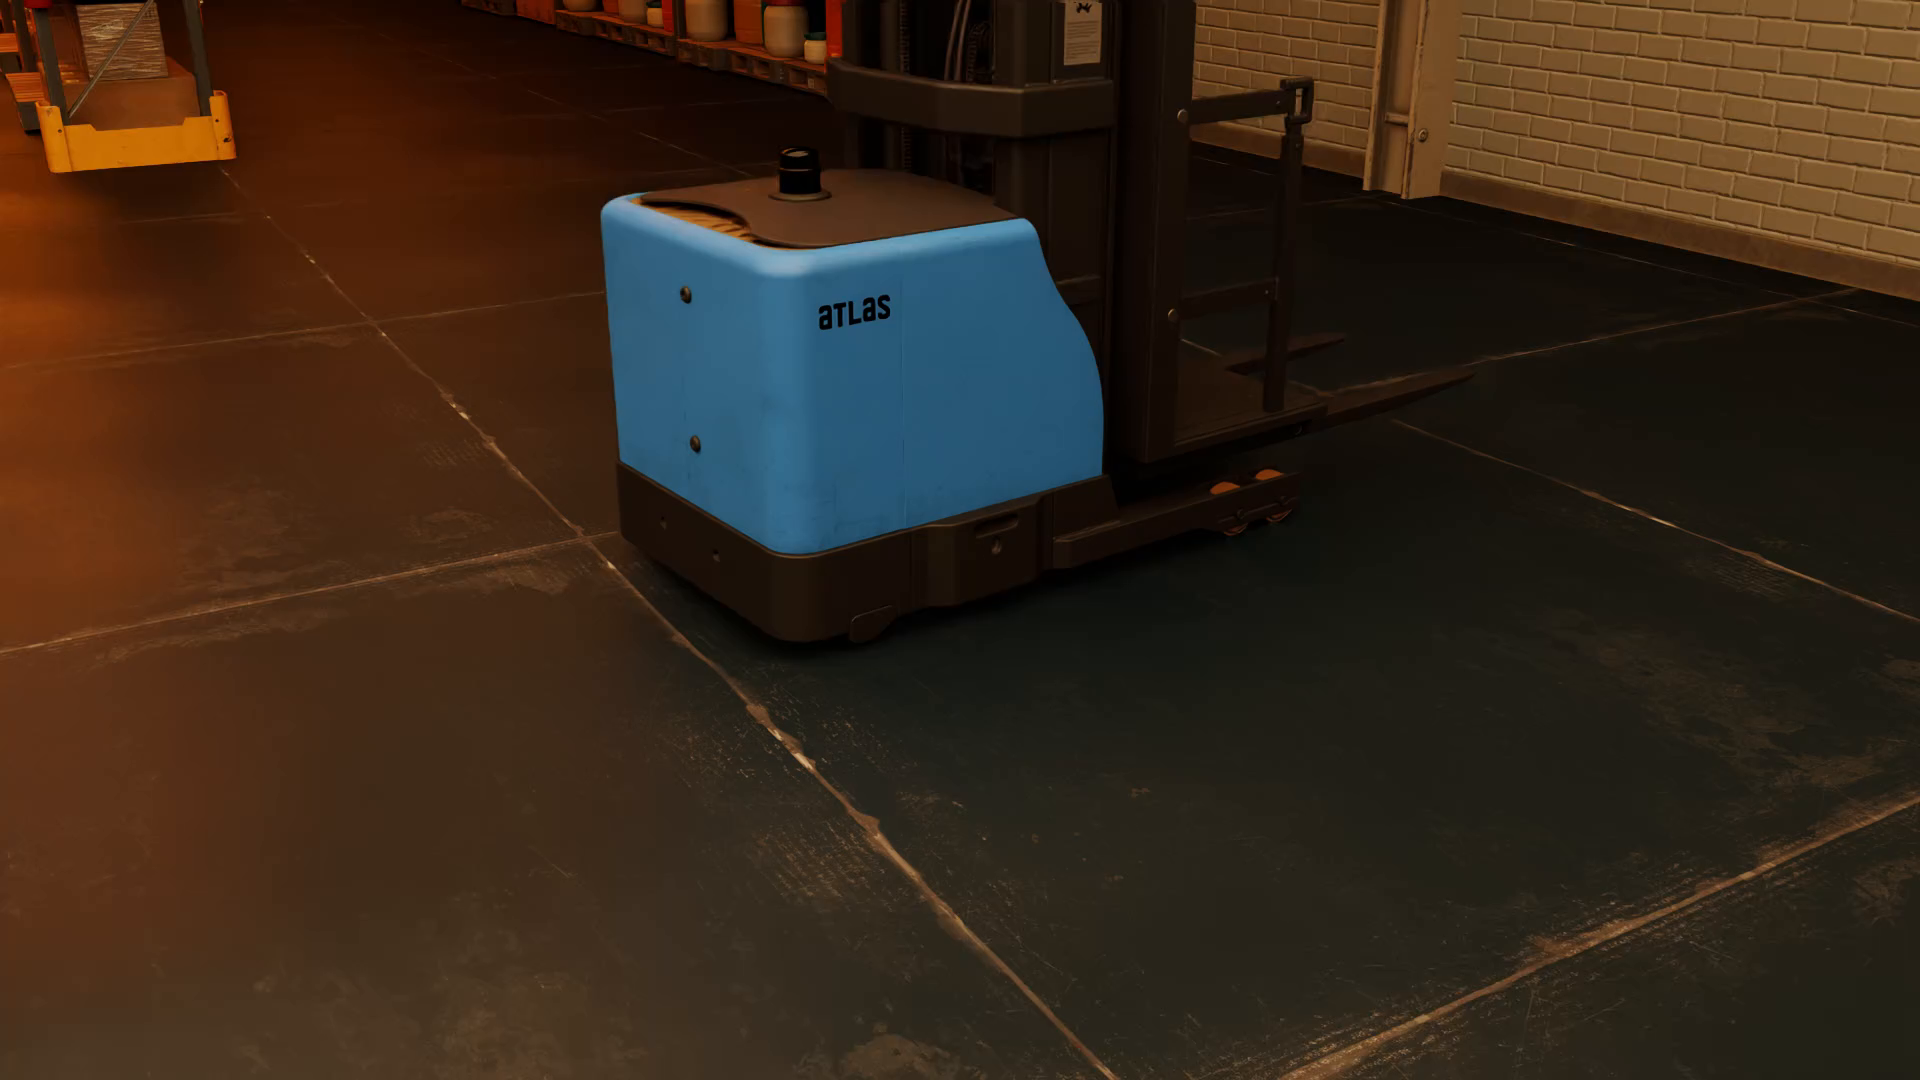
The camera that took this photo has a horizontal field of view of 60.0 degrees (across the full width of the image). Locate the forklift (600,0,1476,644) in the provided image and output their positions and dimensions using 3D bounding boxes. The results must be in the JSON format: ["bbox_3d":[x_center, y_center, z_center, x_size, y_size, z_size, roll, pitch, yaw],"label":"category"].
[{"bbox_3d":[0.462,-1.512,4.959,3.031,2.935,1.130,-16,27,-34],"label":"forklift"}]
